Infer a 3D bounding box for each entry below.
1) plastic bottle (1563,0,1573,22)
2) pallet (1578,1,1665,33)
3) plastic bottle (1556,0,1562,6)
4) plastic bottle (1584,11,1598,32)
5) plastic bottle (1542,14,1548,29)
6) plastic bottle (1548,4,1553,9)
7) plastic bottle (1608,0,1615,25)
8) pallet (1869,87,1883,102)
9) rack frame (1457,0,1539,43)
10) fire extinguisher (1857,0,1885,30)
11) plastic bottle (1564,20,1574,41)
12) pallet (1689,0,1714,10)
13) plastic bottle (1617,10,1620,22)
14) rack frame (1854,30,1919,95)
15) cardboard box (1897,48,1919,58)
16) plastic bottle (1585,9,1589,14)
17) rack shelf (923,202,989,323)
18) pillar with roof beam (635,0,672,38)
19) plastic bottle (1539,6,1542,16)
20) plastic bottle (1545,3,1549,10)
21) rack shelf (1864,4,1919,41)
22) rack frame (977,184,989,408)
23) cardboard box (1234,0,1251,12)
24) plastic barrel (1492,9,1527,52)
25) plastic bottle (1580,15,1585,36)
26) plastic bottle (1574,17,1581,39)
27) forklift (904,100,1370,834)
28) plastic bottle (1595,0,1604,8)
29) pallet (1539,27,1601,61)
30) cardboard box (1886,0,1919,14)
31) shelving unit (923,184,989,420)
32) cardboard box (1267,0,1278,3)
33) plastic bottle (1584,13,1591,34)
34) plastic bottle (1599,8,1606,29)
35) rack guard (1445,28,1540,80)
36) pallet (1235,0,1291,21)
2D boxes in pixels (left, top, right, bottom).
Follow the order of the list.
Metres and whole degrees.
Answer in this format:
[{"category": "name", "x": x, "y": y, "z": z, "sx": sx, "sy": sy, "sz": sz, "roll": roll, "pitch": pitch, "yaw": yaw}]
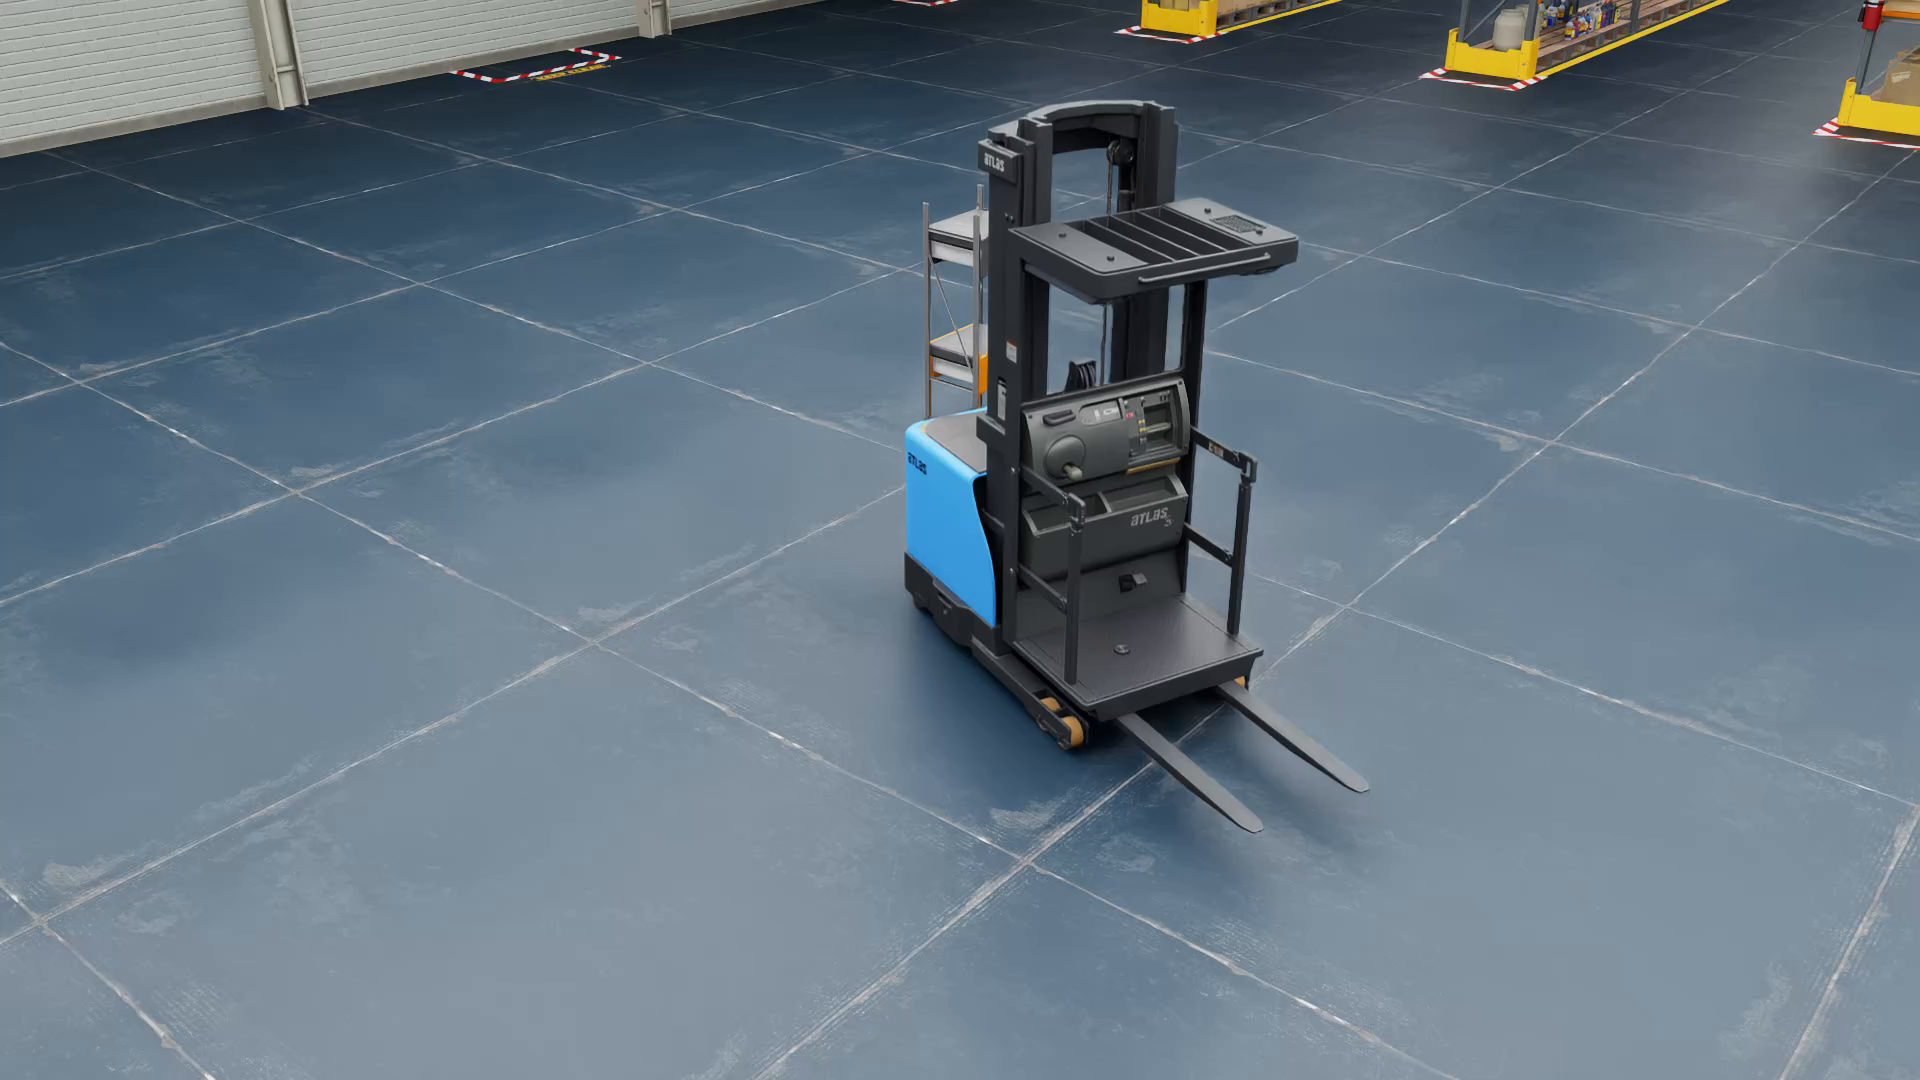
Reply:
[{"category": "plastic bottle", "x": 8.952, "y": -7.833, "z": 24.531, "sx": 0.144, "sy": 0.351, "sz": 0.185, "roll": 21, "pitch": 34, "yaw": 34}, {"category": "pallet", "x": 10.144, "y": -8.073, "z": 25.625, "sx": 1.003, "sy": 0.211, "sz": 1.213, "roll": 21, "pitch": 34, "yaw": 34}, {"category": "plastic bottle", "x": 8.841, "y": -7.875, "z": 24.613, "sx": 0.144, "sy": 0.351, "sz": 0.185, "roll": 22, "pitch": 34, "yaw": 36}, {"category": "plastic bottle", "x": 9.053, "y": -7.455, "z": 23.882, "sx": 0.152, "sy": 0.276, "sz": 0.135, "roll": 21, "pitch": 34, "yaw": 35}, {"category": "plastic bottle", "x": 8.453, "y": -7.506, "z": 24.061, "sx": 0.097, "sy": 0.201, "sz": 0.097, "roll": 0, "pitch": 27, "yaw": 0}, {"category": "plastic bottle", "x": 8.656, "y": -7.710, "z": 24.380, "sx": 0.097, "sy": 0.271, "sz": 0.097, "roll": 0, "pitch": 27, "yaw": 0}, {"category": "plastic bottle", "x": 9.487, "y": -7.728, "z": 24.327, "sx": 0.144, "sy": 0.351, "sz": 0.185, "roll": 20, "pitch": 33, "yaw": 33}, {"category": "pallet", "x": 11.544, "y": -5.222, "z": 20.114, "sx": 1.003, "sy": 0.211, "sz": 1.213, "roll": 21, "pitch": 34, "yaw": 34}, {"category": "rack frame", "x": 7.130, "y": -7.603, "z": 21.682, "sx": 1.000, "sy": 3.000, "sz": 0.127, "roll": 21, "pitch": 34, "yaw": 34}, {"category": "fire extinguisher", "x": 10.524, "y": -6.215, "z": 19.084, "sx": 0.296, "sy": 0.674, "sz": 0.183, "roll": 21, "pitch": 34, "yaw": 34}, {"category": "plastic bottle", "x": 8.524, "y": -7.138, "z": 23.275, "sx": 0.097, "sy": 0.271, "sz": 0.097, "roll": 0, "pitch": 27, "yaw": 0}, {"category": "pallet", "x": 11.696, "y": -8.938, "z": 27.297, "sx": 1.003, "sy": 0.211, "sz": 1.213, "roll": 21, "pitch": 34, "yaw": 34}, {"category": "plastic bottle", "x": 9.684, "y": -7.754, "z": 24.541, "sx": 0.097, "sy": 0.201, "sz": 0.097, "roll": 0, "pitch": 27, "yaw": 0}, {"category": "rack frame", "x": 10.952, "y": -6.156, "z": 18.884, "sx": 1.000, "sy": 3.000, "sz": 0.127, "roll": 21, "pitch": 34, "yaw": 34}, {"category": "cardboard box", "x": 11.716, "y": -5.670, "z": 20.210, "sx": 0.500, "sy": 0.500, "sz": 0.500, "roll": -18, "pitch": 32, "yaw": -31}, {"category": "plastic bottle", "x": 9.064, "y": -7.536, "z": 24.030, "sx": 0.061, "sy": 0.283, "sz": 0.133, "roll": 21, "pitch": 34, "yaw": 34}, {"category": "rack shelf", "x": 0.105, "y": -1.601, "z": 9.566, "sx": 0.431, "sy": 0.518, "sz": 0.480, "roll": 21, "pitch": 34, "yaw": 34}, {"category": "pillar with roof beam", "x": -1.231, "y": -10.279, "z": 20.325, "sx": 9.100, "sy": 9.000, "sz": 0.400, "roll": 21, "pitch": 34, "yaw": 34}, {"category": "plastic bottle", "x": 8.332, "y": -7.592, "z": 24.064, "sx": 0.144, "sy": 0.351, "sz": 0.185, "roll": 22, "pitch": 35, "yaw": 36}, {"category": "plastic bottle", "x": 8.584, "y": -7.732, "z": 24.409, "sx": 0.061, "sy": 0.283, "sz": 0.133, "roll": 23, "pitch": 35, "yaw": 37}, {"category": "rack shelf", "x": 12.224, "y": -6.545, "z": 20.420, "sx": 1.077, "sy": 0.370, "sz": 4.000, "roll": 21, "pitch": 34, "yaw": 34}, {"category": "rack frame", "x": 0.261, "y": -1.078, "z": 10.048, "sx": 0.400, "sy": 2.100, "sz": 0.015, "roll": 21, "pitch": 34, "yaw": 34}, {"category": "cardboard box", "x": 4.138, "y": -8.321, "z": 25.605, "sx": 0.500, "sy": 0.250, "sz": 0.500, "roll": 21, "pitch": 34, "yaw": 34}, {"category": "plastic barrel", "x": 7.490, "y": -6.940, "z": 22.652, "sx": 0.421, "sy": 0.512, "sz": 0.421, "roll": 0, "pitch": 27, "yaw": 0}, {"category": "plastic bottle", "x": 8.806, "y": -7.295, "z": 23.578, "sx": 0.097, "sy": 0.271, "sz": 0.097, "roll": 0, "pitch": 27, "yaw": 0}, {"category": "plastic bottle", "x": 8.682, "y": -7.219, "z": 23.417, "sx": 0.061, "sy": 0.283, "sz": 0.133, "roll": 21, "pitch": 34, "yaw": 35}, {"category": "forklift", "x": 0.840, "y": -0.503, "z": 8.031, "sx": 1.130, "sy": 2.935, "sz": 3.031, "roll": -14, "pitch": 31, "yaw": -26}, {"category": "plastic bottle", "x": 9.376, "y": -7.770, "z": 24.409, "sx": 0.144, "sy": 0.351, "sz": 0.185, "roll": 21, "pitch": 34, "yaw": 34}, {"category": "pallet", "x": 8.439, "y": -7.122, "z": 23.788, "sx": 1.003, "sy": 0.211, "sz": 1.213, "roll": 21, "pitch": 34, "yaw": 34}, {"category": "cardboard box", "x": 10.974, "y": -6.205, "z": 19.254, "sx": 0.380, "sy": 0.149, "sz": 0.250, "roll": 21, "pitch": 34, "yaw": 34}, {"category": "shelving unit", "x": 0.105, "y": -0.991, "z": 9.881, "sx": 0.431, "sy": 2.100, "sz": 0.503, "roll": 21, "pitch": 34, "yaw": 34}, {"category": "cardboard box", "x": 4.778, "y": -8.674, "z": 26.288, "sx": 0.500, "sy": 0.250, "sz": 0.500, "roll": 21, "pitch": 34, "yaw": 34}, {"category": "plastic bottle", "x": 8.934, "y": -7.367, "z": 23.717, "sx": 0.097, "sy": 0.271, "sz": 0.097, "roll": 0, "pitch": 27, "yaw": 0}, {"category": "plastic bottle", "x": 9.294, "y": -7.560, "z": 24.076, "sx": 0.061, "sy": 0.283, "sz": 0.133, "roll": 23, "pitch": 35, "yaw": 38}, {"category": "rack guard", "x": 7.142, "y": -6.534, "z": 22.335, "sx": 1.175, "sy": 0.500, "sz": 0.348, "roll": 21, "pitch": 34, "yaw": 34}, {"category": "pallet", "x": 4.541, "y": -8.528, "z": 26.504, "sx": 1.003, "sy": 0.211, "sz": 1.213, "roll": 21, "pitch": 34, "yaw": 34}]
